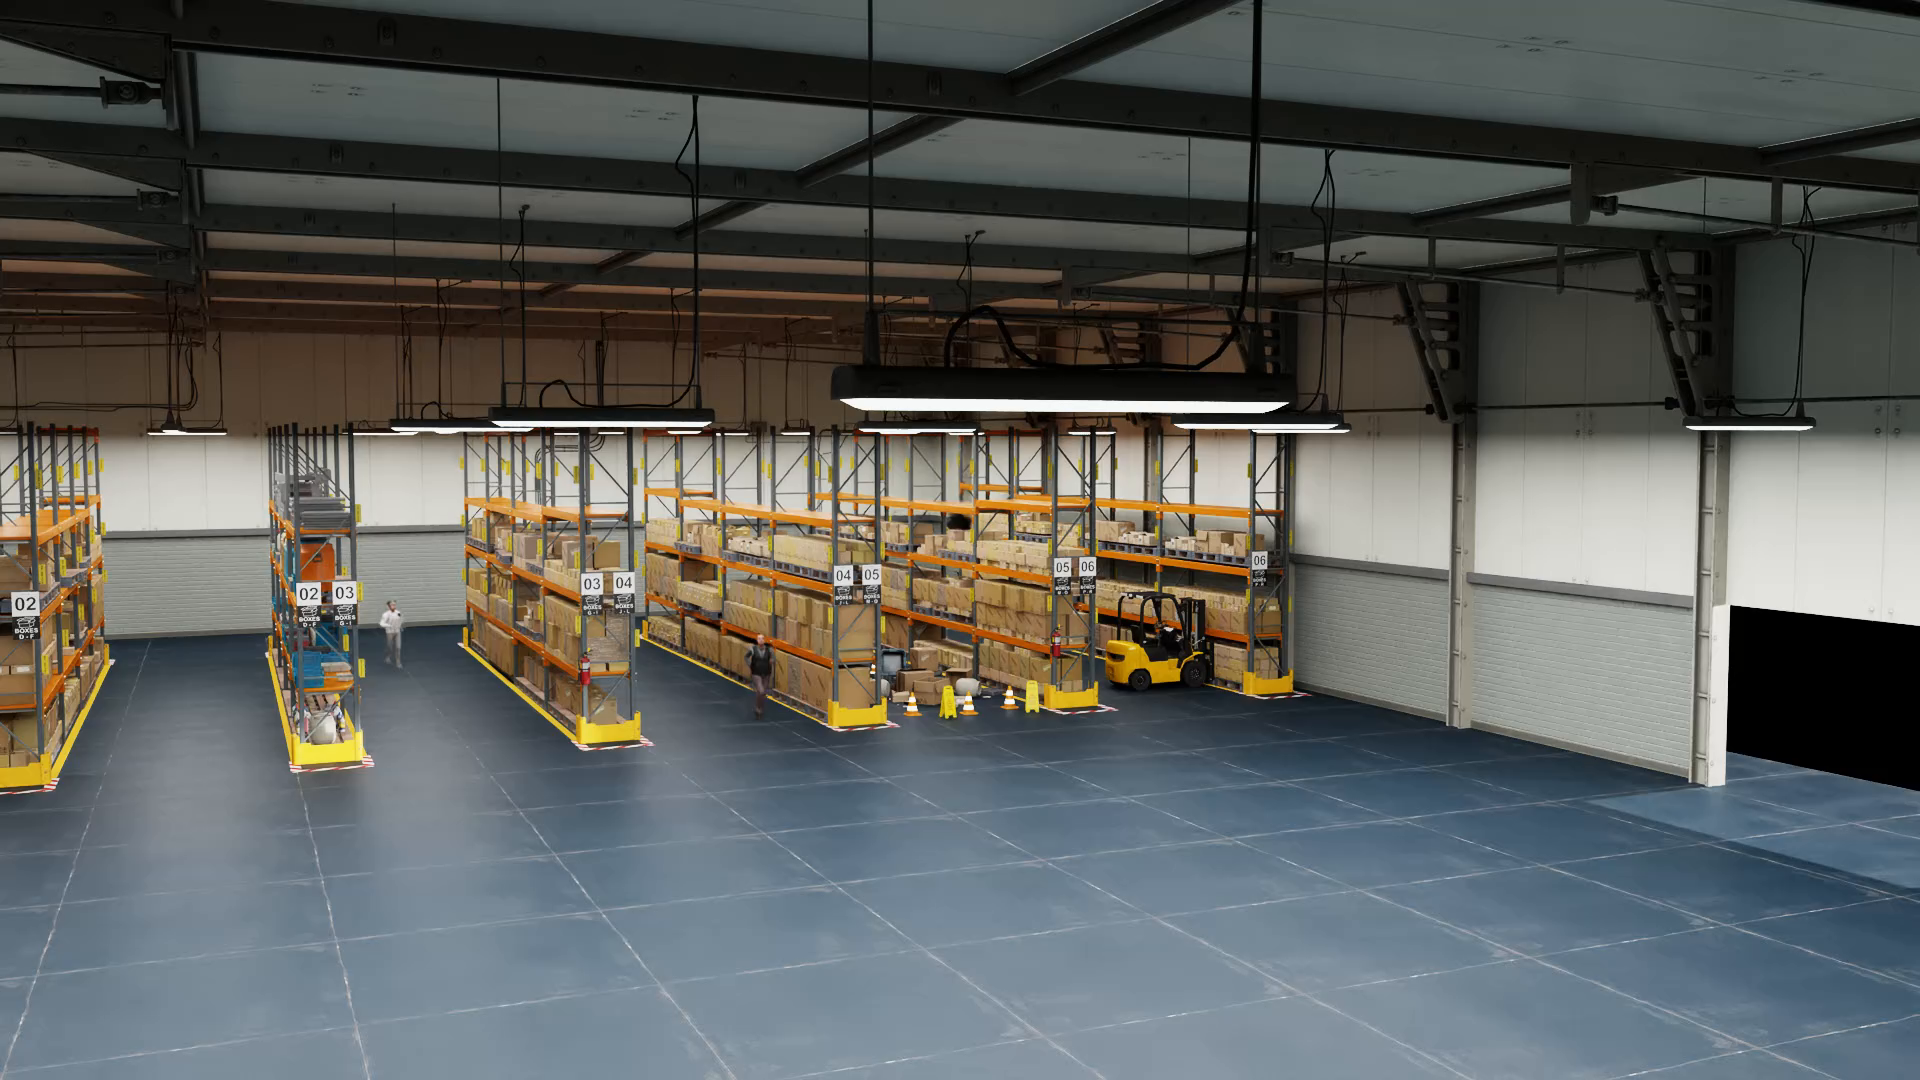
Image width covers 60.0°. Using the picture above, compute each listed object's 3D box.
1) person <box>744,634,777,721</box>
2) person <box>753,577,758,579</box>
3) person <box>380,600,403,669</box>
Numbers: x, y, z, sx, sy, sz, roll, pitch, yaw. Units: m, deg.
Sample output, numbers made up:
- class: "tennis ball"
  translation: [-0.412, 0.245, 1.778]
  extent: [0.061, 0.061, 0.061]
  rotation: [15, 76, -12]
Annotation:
- class: "person"
  translation: [-4.042, 2.898, 33.957]
  extent: [0.625, 1.605, 0.763]
  rotation: [-2, 4, -24]
- class: "person"
  translation: [-5.806, 1.973, 47.005]
  extent: [0.672, 1.834, 0.812]
  rotation: [-2, 4, -33]
- class: "person"
  translation: [-14.151, 2.335, 41.499]
  extent: [0.617, 1.689, 0.921]
  rotation: [-3, 5, -39]
